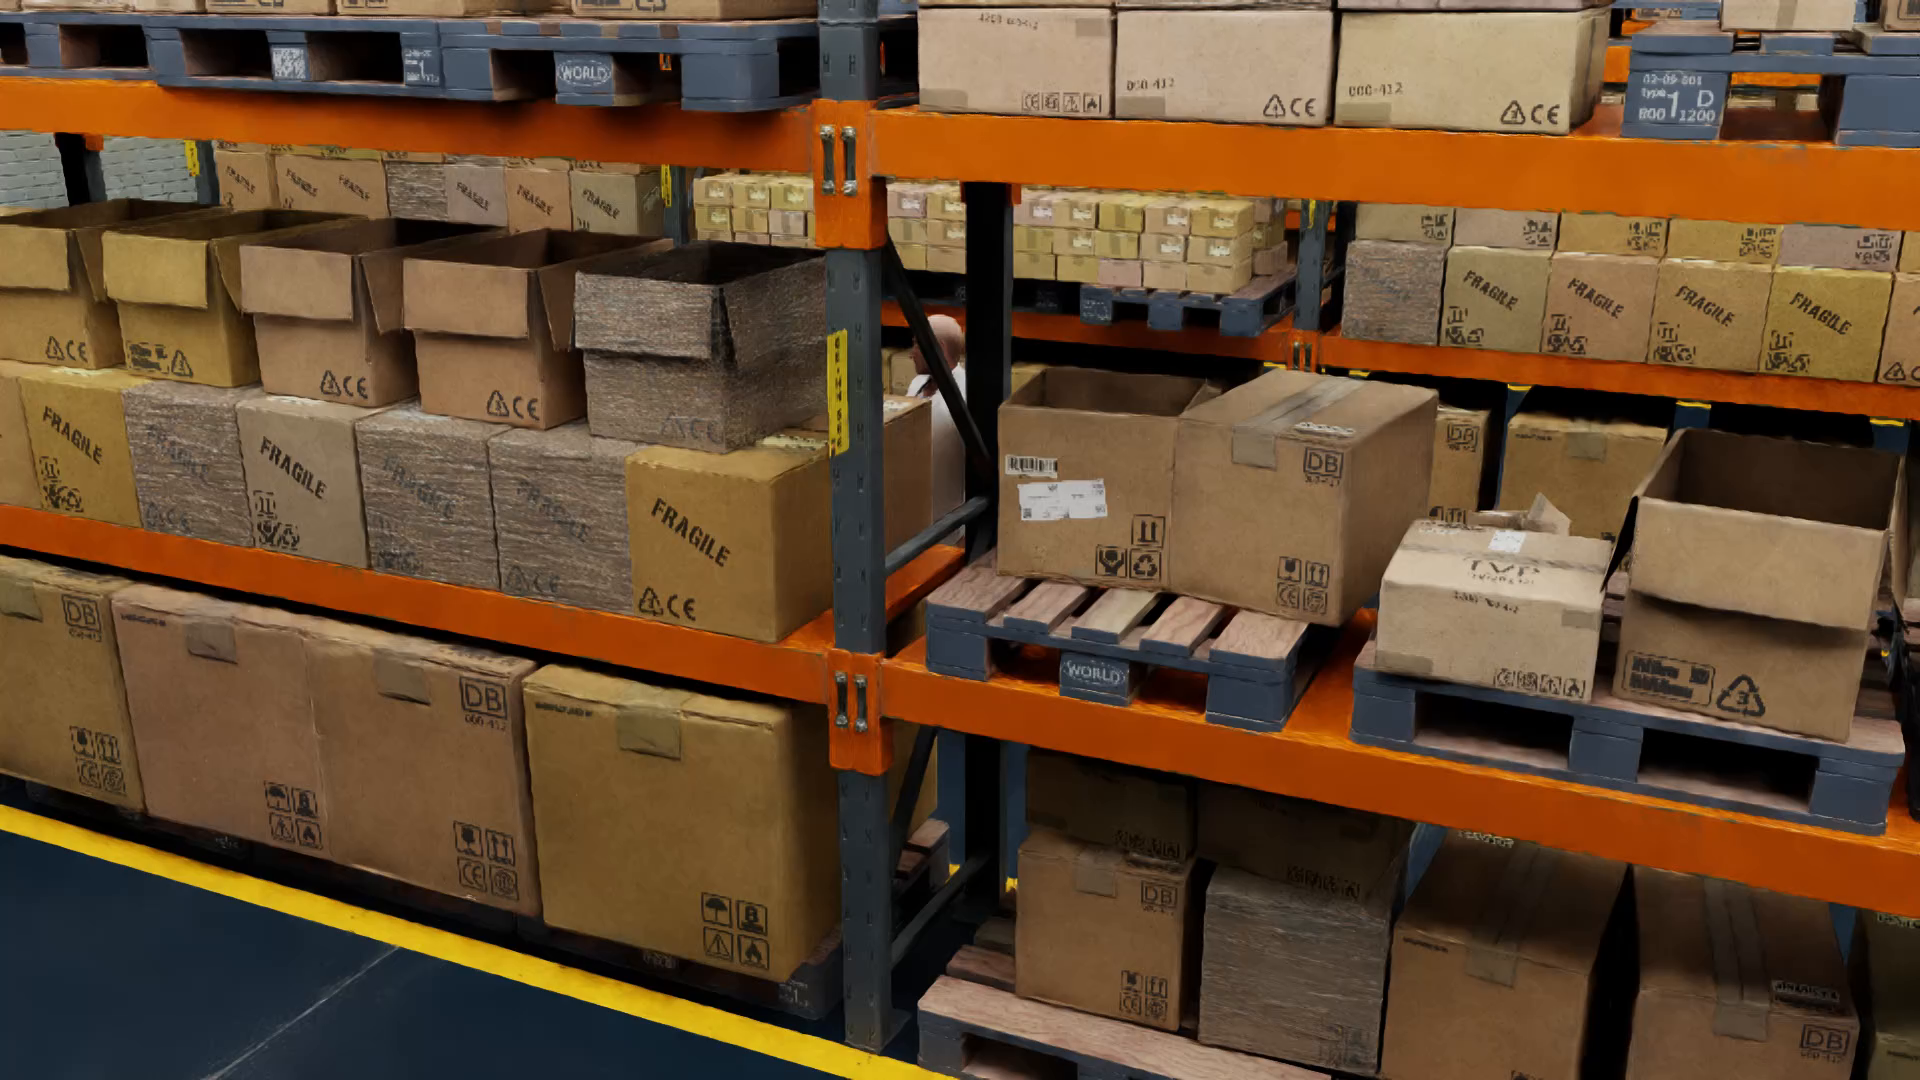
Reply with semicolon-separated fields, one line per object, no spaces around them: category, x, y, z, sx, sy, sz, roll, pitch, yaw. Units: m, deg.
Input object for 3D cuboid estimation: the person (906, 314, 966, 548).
person;-0.128;-0.071;7.069;0.629;1.777;0.675;-14;24;-36
